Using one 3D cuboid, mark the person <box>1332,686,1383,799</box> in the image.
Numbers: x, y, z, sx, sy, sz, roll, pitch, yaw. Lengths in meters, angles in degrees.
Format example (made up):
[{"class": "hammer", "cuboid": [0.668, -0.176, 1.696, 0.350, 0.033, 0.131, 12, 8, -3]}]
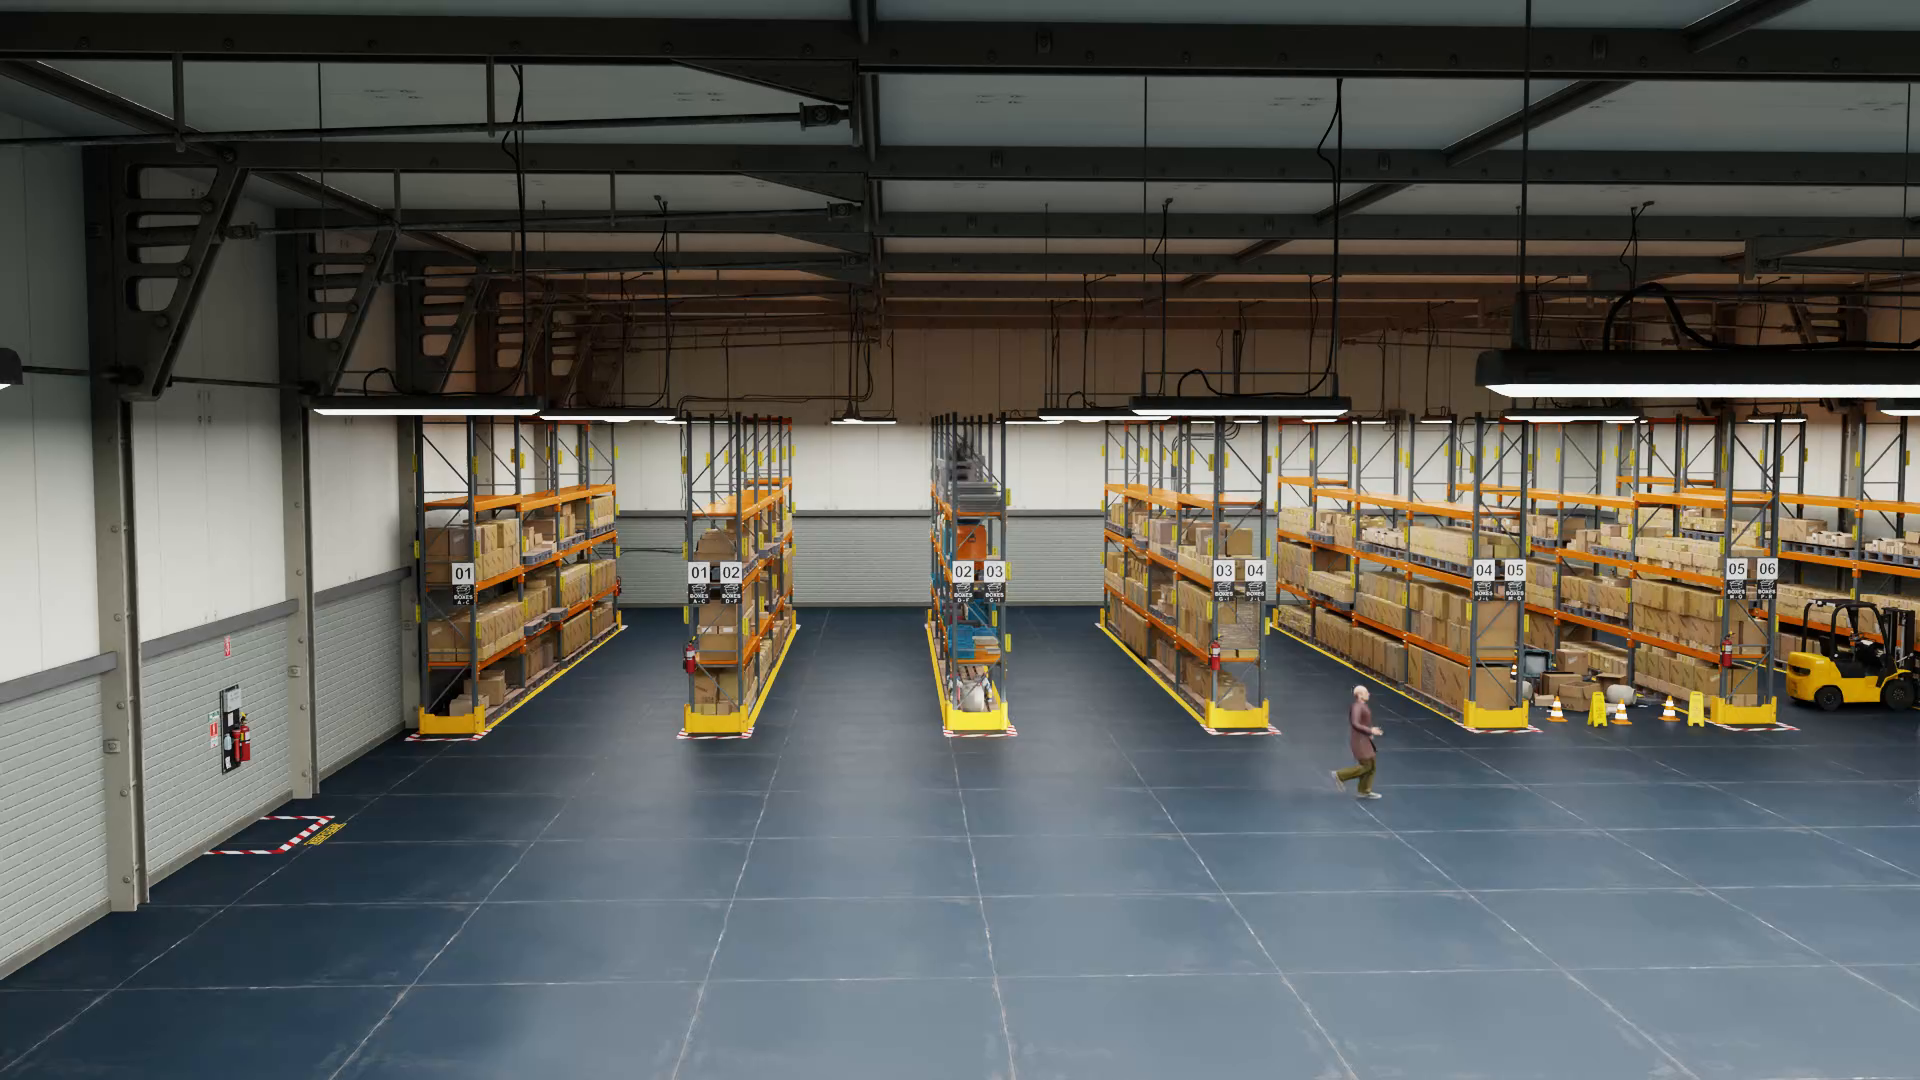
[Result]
[{"class": "person", "cuboid": [6.154, 3.107, 25.598, 0.693, 1.737, 0.709, 1, 4, 16]}]
